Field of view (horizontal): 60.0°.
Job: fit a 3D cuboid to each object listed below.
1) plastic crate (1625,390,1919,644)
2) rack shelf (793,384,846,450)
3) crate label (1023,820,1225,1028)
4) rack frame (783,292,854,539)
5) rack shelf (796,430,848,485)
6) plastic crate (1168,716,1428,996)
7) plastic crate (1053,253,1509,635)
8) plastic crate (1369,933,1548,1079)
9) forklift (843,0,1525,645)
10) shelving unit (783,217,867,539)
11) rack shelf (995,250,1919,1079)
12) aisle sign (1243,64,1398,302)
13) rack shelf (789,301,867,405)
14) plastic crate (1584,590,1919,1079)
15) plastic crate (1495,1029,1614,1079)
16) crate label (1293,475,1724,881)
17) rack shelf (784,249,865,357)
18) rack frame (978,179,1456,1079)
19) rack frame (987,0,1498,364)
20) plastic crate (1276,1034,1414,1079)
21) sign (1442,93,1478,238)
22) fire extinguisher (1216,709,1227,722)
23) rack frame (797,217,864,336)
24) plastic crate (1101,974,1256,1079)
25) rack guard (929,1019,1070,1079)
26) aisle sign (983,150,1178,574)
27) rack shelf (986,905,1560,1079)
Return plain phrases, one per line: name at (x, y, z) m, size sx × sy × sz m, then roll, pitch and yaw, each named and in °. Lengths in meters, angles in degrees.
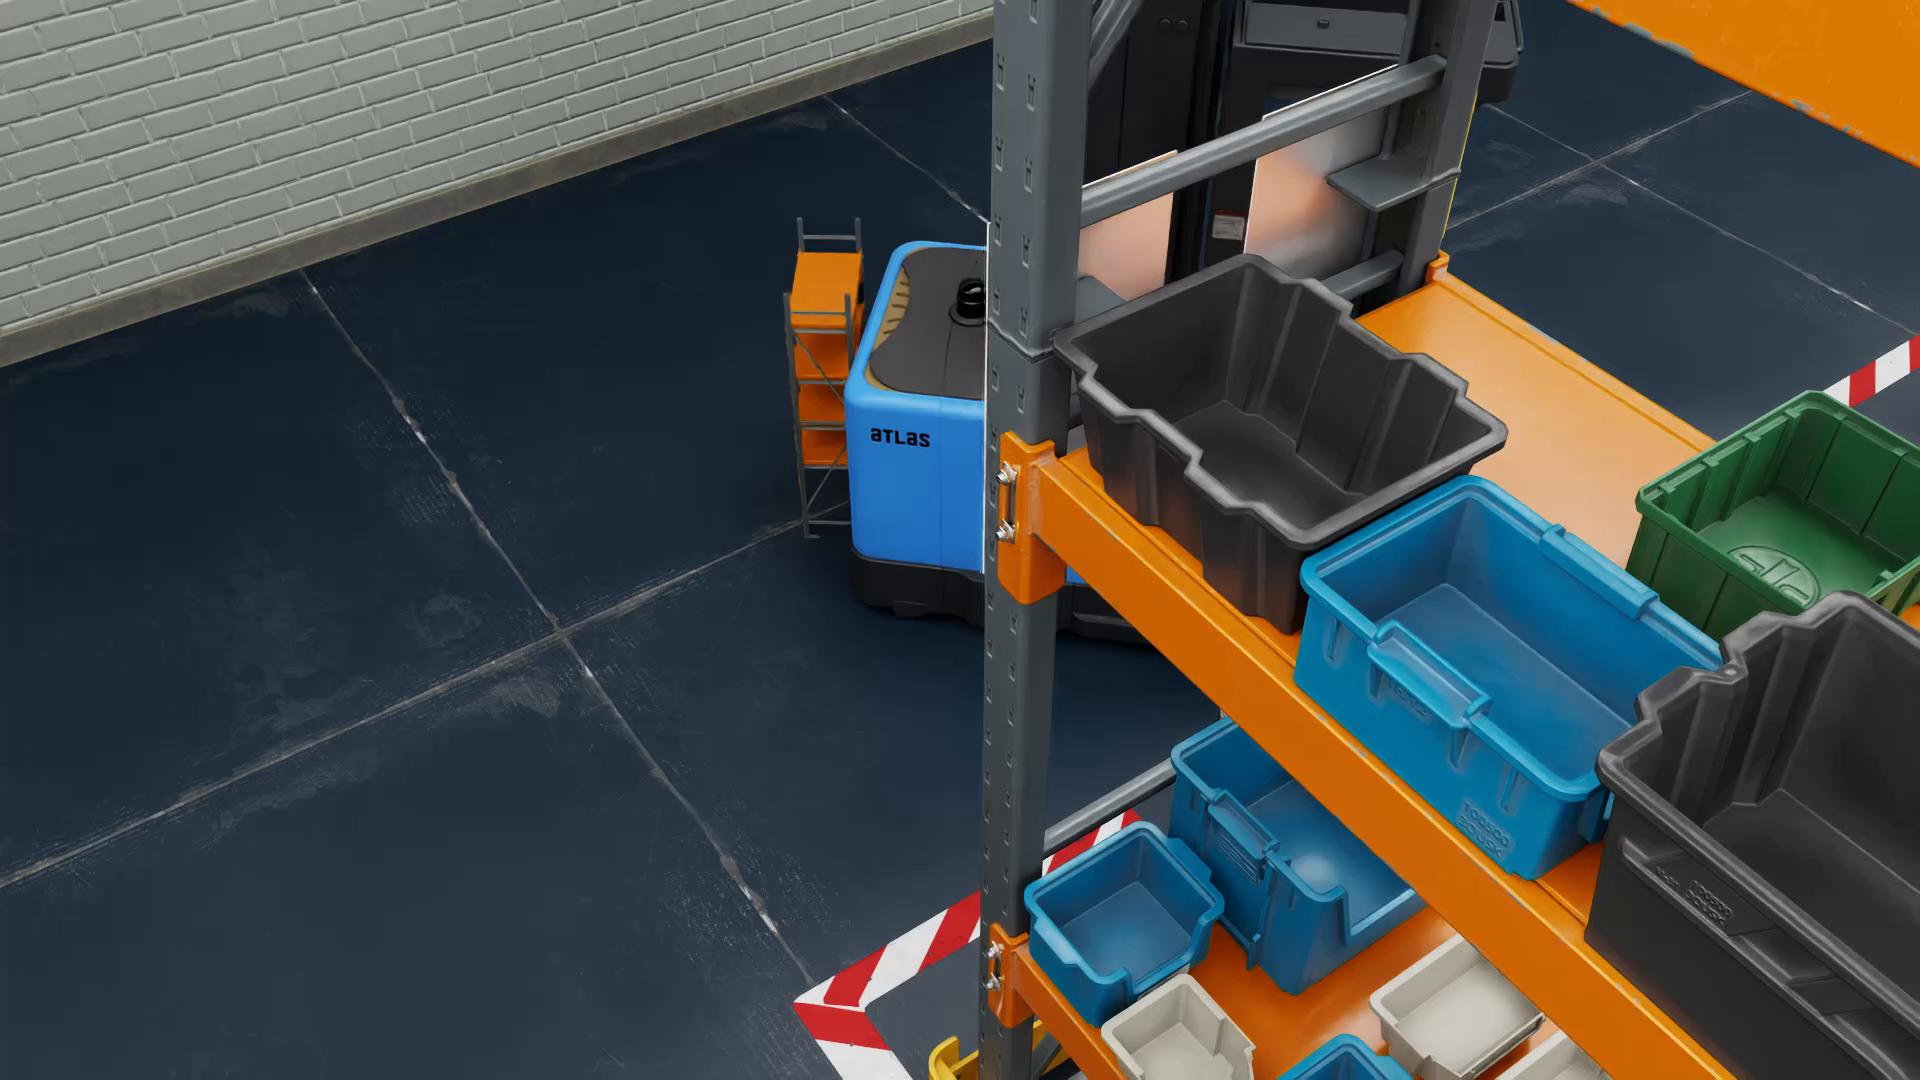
plastic crate at (1.289, 0.003, 2.555) m, size 0.450 × 0.188 × 0.336 m, roll -26°, pitch 49°, yaw -24°
rack shelf at (-0.504, -0.563, 6.569) m, size 0.258 × 0.148 × 0.480 m, roll 1°, pitch 44°, yaw 1°
crate label at (0.362, 0.875, 3.739) m, size 0.416 × 0.233 × 0.303 m, roll -26°, pitch 49°, yaw -24°
rack frame at (-0.512, -0.444, 6.346) m, size 0.240 × 1.200 × 0.015 m, roll 1°, pitch 44°, yaw 1°
rack shelf at (-0.504, -0.420, 6.706) m, size 0.258 × 0.148 × 0.480 m, roll 1°, pitch 44°, yaw 1°
plastic crate at (0.836, 0.647, 3.831) m, size 0.616 × 0.435 × 0.499 m, roll -26°, pitch 49°, yaw -24°
plastic crate at (0.482, -0.144, 2.651) m, size 0.497 × 0.269 × 0.590 m, roll -26°, pitch 49°, yaw -24°
plastic crate at (1.106, 1.030, 3.647) m, size 0.396 × 0.136 × 0.243 m, roll -26°, pitch 49°, yaw -24°
forklift at (1.145, -0.950, 5.623) m, size 3.031 × 2.935 × 1.130 m, roll 7°, pitch 44°, yaw 7°
shelving unit at (-0.504, -0.612, 6.522) m, size 0.258 × 1.200 × 0.503 m, roll 1°, pitch 44°, yaw 1°
rack shelf at (1.635, 0.874, 2.011) m, size 1.077 × 0.370 × 4.000 m, roll -26°, pitch 49°, yaw -24°
aisle sign at (0.690, -0.531, 3.251) m, size 0.394 × 0.787 × 0.004 m, roll -26°, pitch 49°, yaw -24°
rack shelf at (-0.504, -0.725, 6.414) m, size 0.258 × 0.148 × 0.480 m, roll 1°, pitch 44°, yaw 1°
plastic crate at (1.139, 0.477, 1.951) m, size 0.504 × 0.338 × 0.767 m, roll -26°, pitch 49°, yaw -24°
plastic crate at (1.260, 1.200, 3.469) m, size 0.396 × 0.136 × 0.243 m, roll -26°, pitch 49°, yaw -24°
crate label at (0.754, 0.185, 2.320) m, size 0.408 × 0.251 × 0.502 m, roll -26°, pitch 49°, yaw -24°
rack shelf at (-0.504, -0.896, 6.251) m, size 0.258 × 0.148 × 0.480 m, roll 1°, pitch 44°, yaw 1°
rack frame at (0.491, 0.566, 3.985) m, size 1.000 × 3.000 × 0.127 m, roll -26°, pitch 49°, yaw -24°
rack frame at (0.491, -1.604, 1.914) m, size 1.000 × 3.000 × 0.127 m, roll -26°, pitch 49°, yaw -24°
plastic crate at (0.739, 1.247, 3.349) m, size 0.416 × 0.233 × 0.300 m, roll -26°, pitch 49°, yaw -24°
sign at (0.933, -0.708, 3.223) m, size 0.100 × 0.325 × 0.005 m, roll -26°, pitch 49°, yaw -24°
fire extinguisher at (0.777, 0.464, 4.418) m, size 0.296 × 0.674 × 0.183 m, roll -26°, pitch 49°, yaw -24°
rack frame at (-0.497, -0.780, 6.699) m, size 0.240 × 1.200 × 0.015 m, roll 1°, pitch 44°, yaw 1°
plastic crate at (0.478, 1.124, 3.548) m, size 0.250 × 0.136 × 0.298 m, roll -26°, pitch 49°, yaw -24°
rack guard at (0.466, 1.461, 4.857) m, size 1.175 × 0.500 × 0.348 m, roll -26°, pitch 49°, yaw -24°
aisle sign at (0.206, -0.298, 3.007) m, size 0.394 × 0.787 × 0.004 m, roll -26°, pitch 49°, yaw -24°
rack shelf at (1.635, 1.959, 3.047) m, size 1.077 × 0.370 × 4.000 m, roll -26°, pitch 49°, yaw -24°
